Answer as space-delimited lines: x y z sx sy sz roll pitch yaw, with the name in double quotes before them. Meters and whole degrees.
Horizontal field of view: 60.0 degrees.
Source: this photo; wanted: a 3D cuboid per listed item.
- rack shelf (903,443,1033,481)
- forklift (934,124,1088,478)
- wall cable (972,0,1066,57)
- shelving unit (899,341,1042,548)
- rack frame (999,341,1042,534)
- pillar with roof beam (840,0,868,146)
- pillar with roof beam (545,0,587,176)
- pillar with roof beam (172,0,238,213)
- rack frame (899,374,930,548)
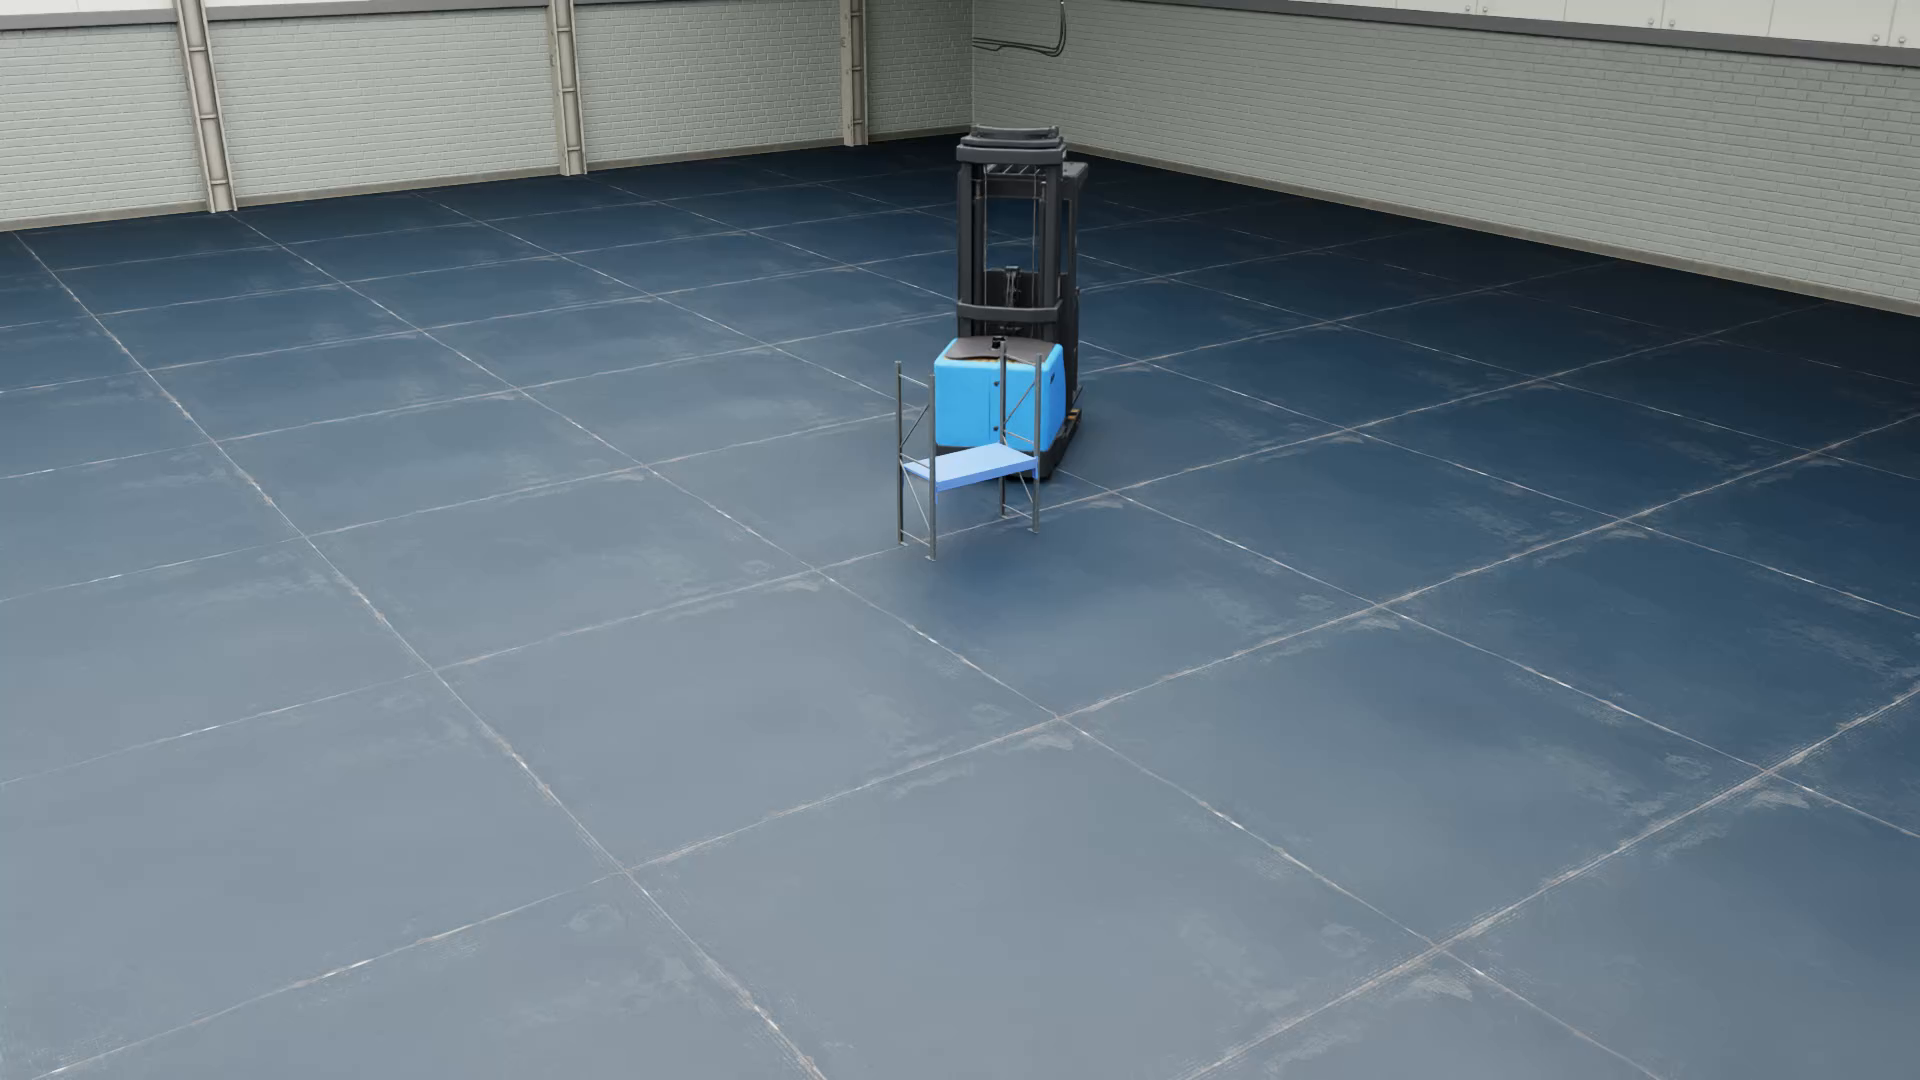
"rack shelf" 0.069 -0.610 13.207 0.952 0.026 0.459 -15 26 -33
"forklift" 0.569 -2.417 15.499 1.130 2.935 3.031 5 22 11
"wall cable" 1.088 -10.858 32.654 0.112 2.526 3.097 -15 26 -33
"shelving unit" 0.073 -0.716 13.167 1.039 1.500 0.500 -15 26 -33
"rack frame" 0.482 -0.825 13.440 0.032 1.500 0.500 -15 26 -33
"pillar with roof beam" 0.438 -10.765 28.232 0.400 9.000 9.100 -15 26 -33
"pillar with roof beam" -4.432 -9.466 24.977 0.400 9.000 9.100 -15 26 -33
"pillar with roof beam" -9.303 -8.168 21.723 0.400 9.000 9.100 -15 26 -33
"rack frame" -0.344 -0.606 12.890 0.013 1.308 0.475 -15 26 -33
